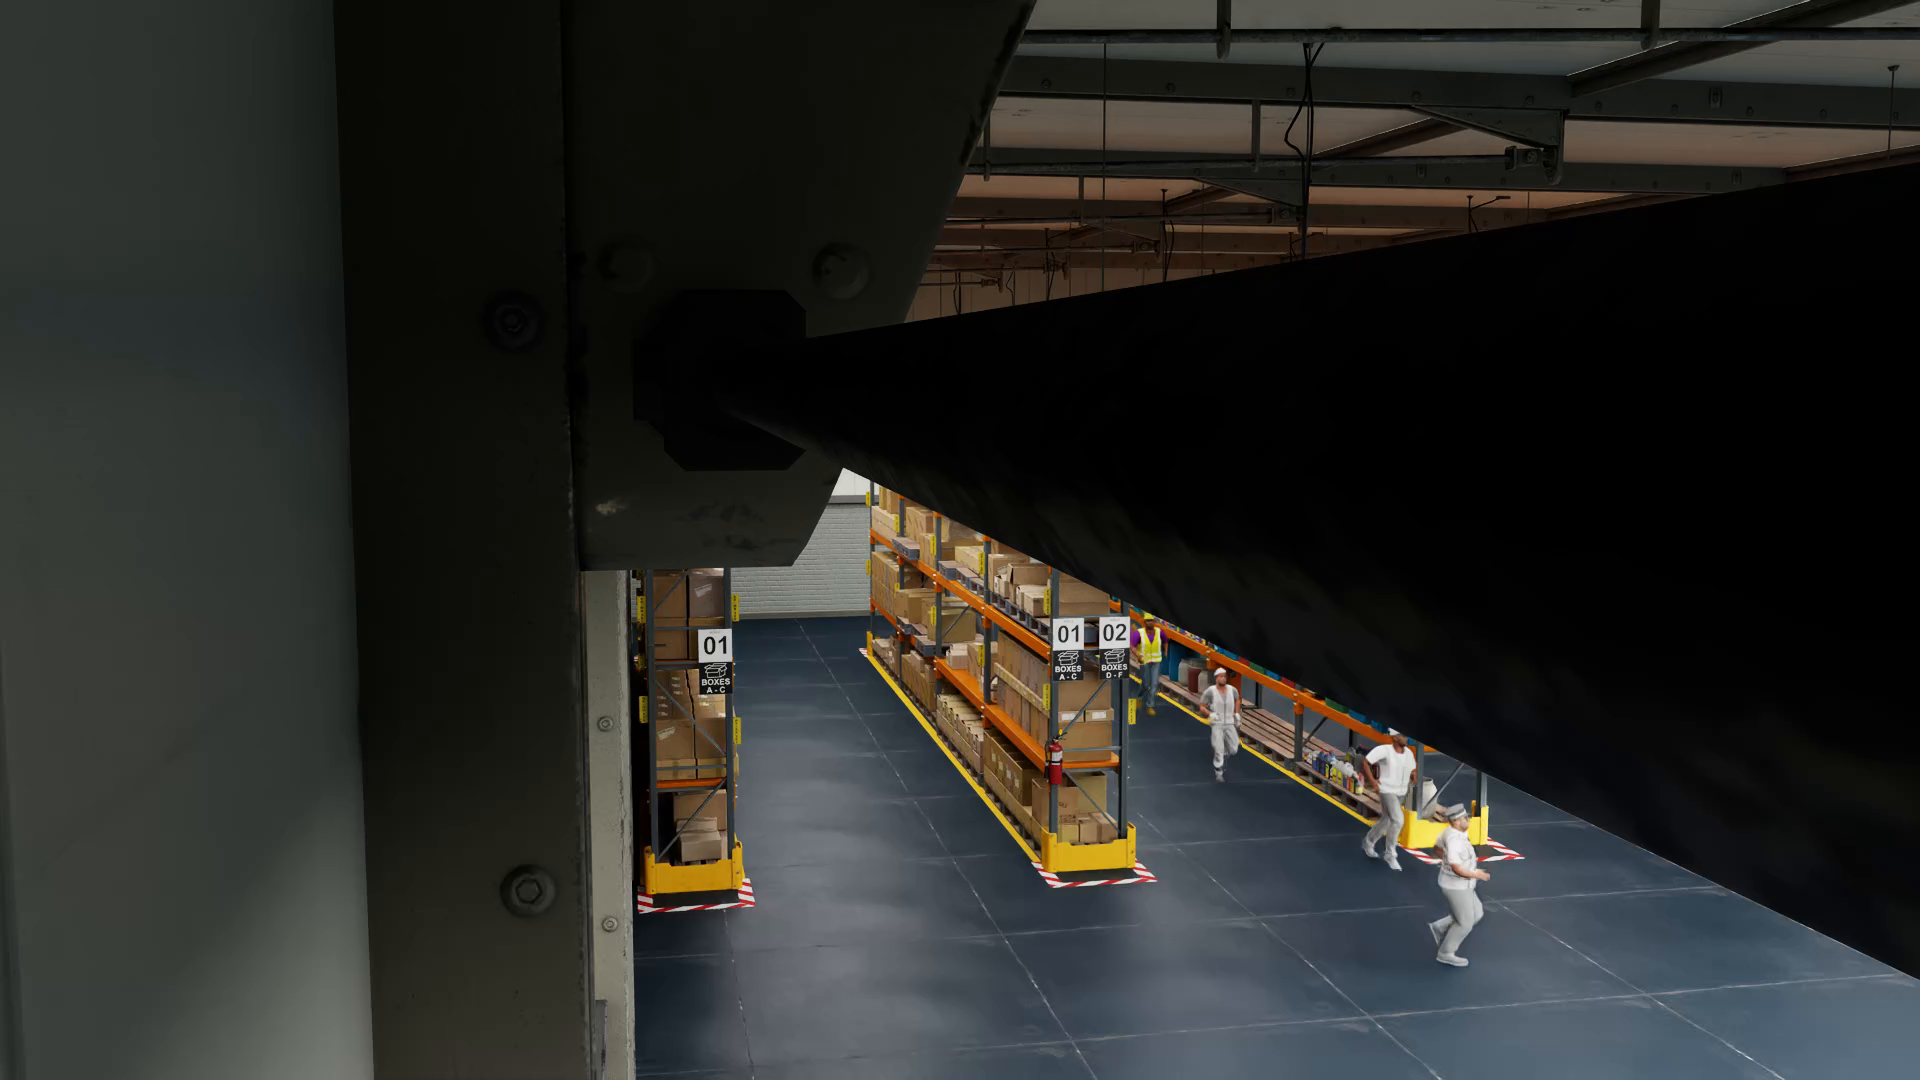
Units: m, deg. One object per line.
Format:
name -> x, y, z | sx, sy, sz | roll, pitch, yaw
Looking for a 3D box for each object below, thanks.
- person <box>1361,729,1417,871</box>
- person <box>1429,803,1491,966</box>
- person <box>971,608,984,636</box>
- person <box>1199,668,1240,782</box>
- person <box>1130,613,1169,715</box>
person -> 5.534, 3.252, 21.280 | 0.677, 1.802, 0.716 | -5, 8, -38
person -> 5.313, 3.636, 17.592 | 0.553, 1.743, 0.660 | 1, 6, 11
person -> 0.379, 1.693, 36.701 | 0.579, 1.715, 0.742 | -5, 8, -38
person -> 3.992, 2.817, 25.373 | 0.701, 1.744, 0.609 | -1, 6, -13
person -> 3.319, 2.145, 29.088 | 0.705, 1.759, 0.696 | -1, 6, -7
